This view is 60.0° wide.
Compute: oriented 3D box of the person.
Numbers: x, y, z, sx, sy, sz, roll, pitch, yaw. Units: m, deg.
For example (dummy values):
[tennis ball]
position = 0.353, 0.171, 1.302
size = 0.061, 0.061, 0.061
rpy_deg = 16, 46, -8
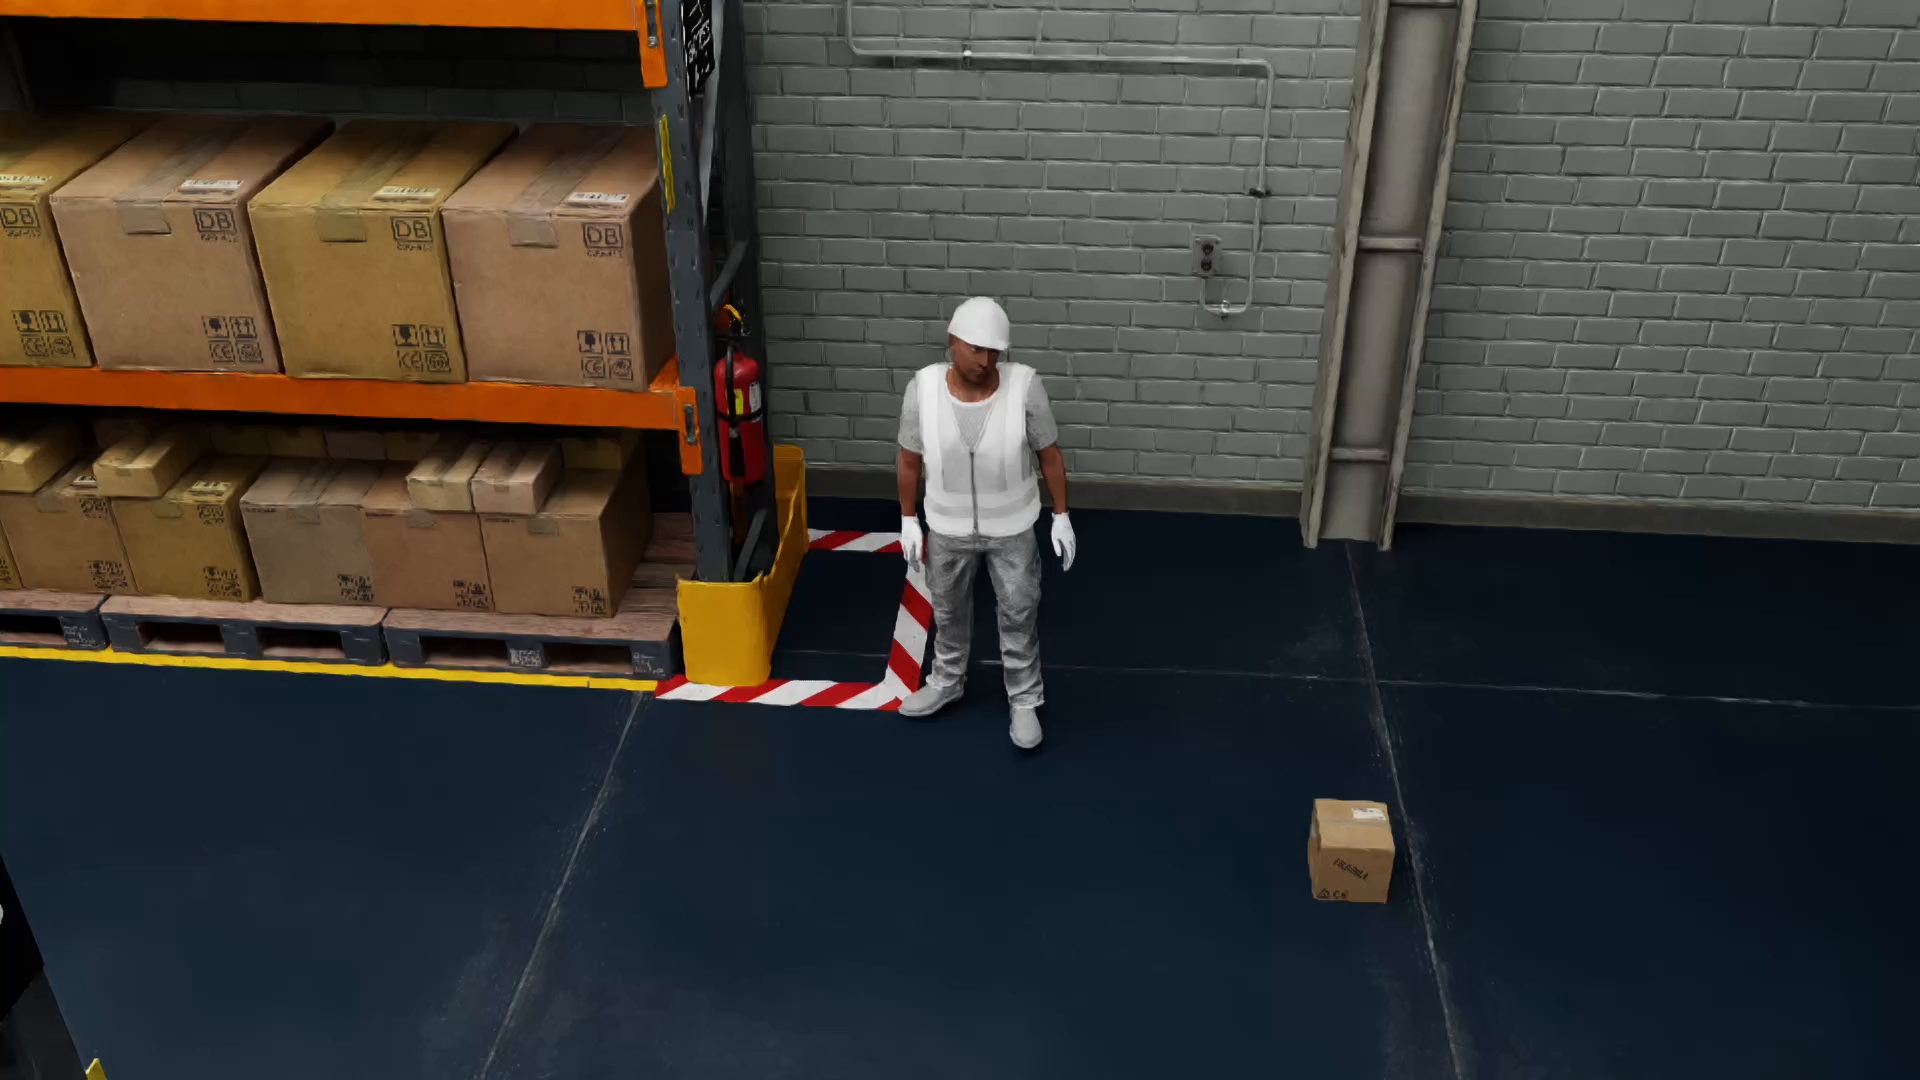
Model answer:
[person]
position = 0.092, -0.048, 6.140
size = 0.678, 1.778, 0.429
rpy_deg = 4, 32, 7
